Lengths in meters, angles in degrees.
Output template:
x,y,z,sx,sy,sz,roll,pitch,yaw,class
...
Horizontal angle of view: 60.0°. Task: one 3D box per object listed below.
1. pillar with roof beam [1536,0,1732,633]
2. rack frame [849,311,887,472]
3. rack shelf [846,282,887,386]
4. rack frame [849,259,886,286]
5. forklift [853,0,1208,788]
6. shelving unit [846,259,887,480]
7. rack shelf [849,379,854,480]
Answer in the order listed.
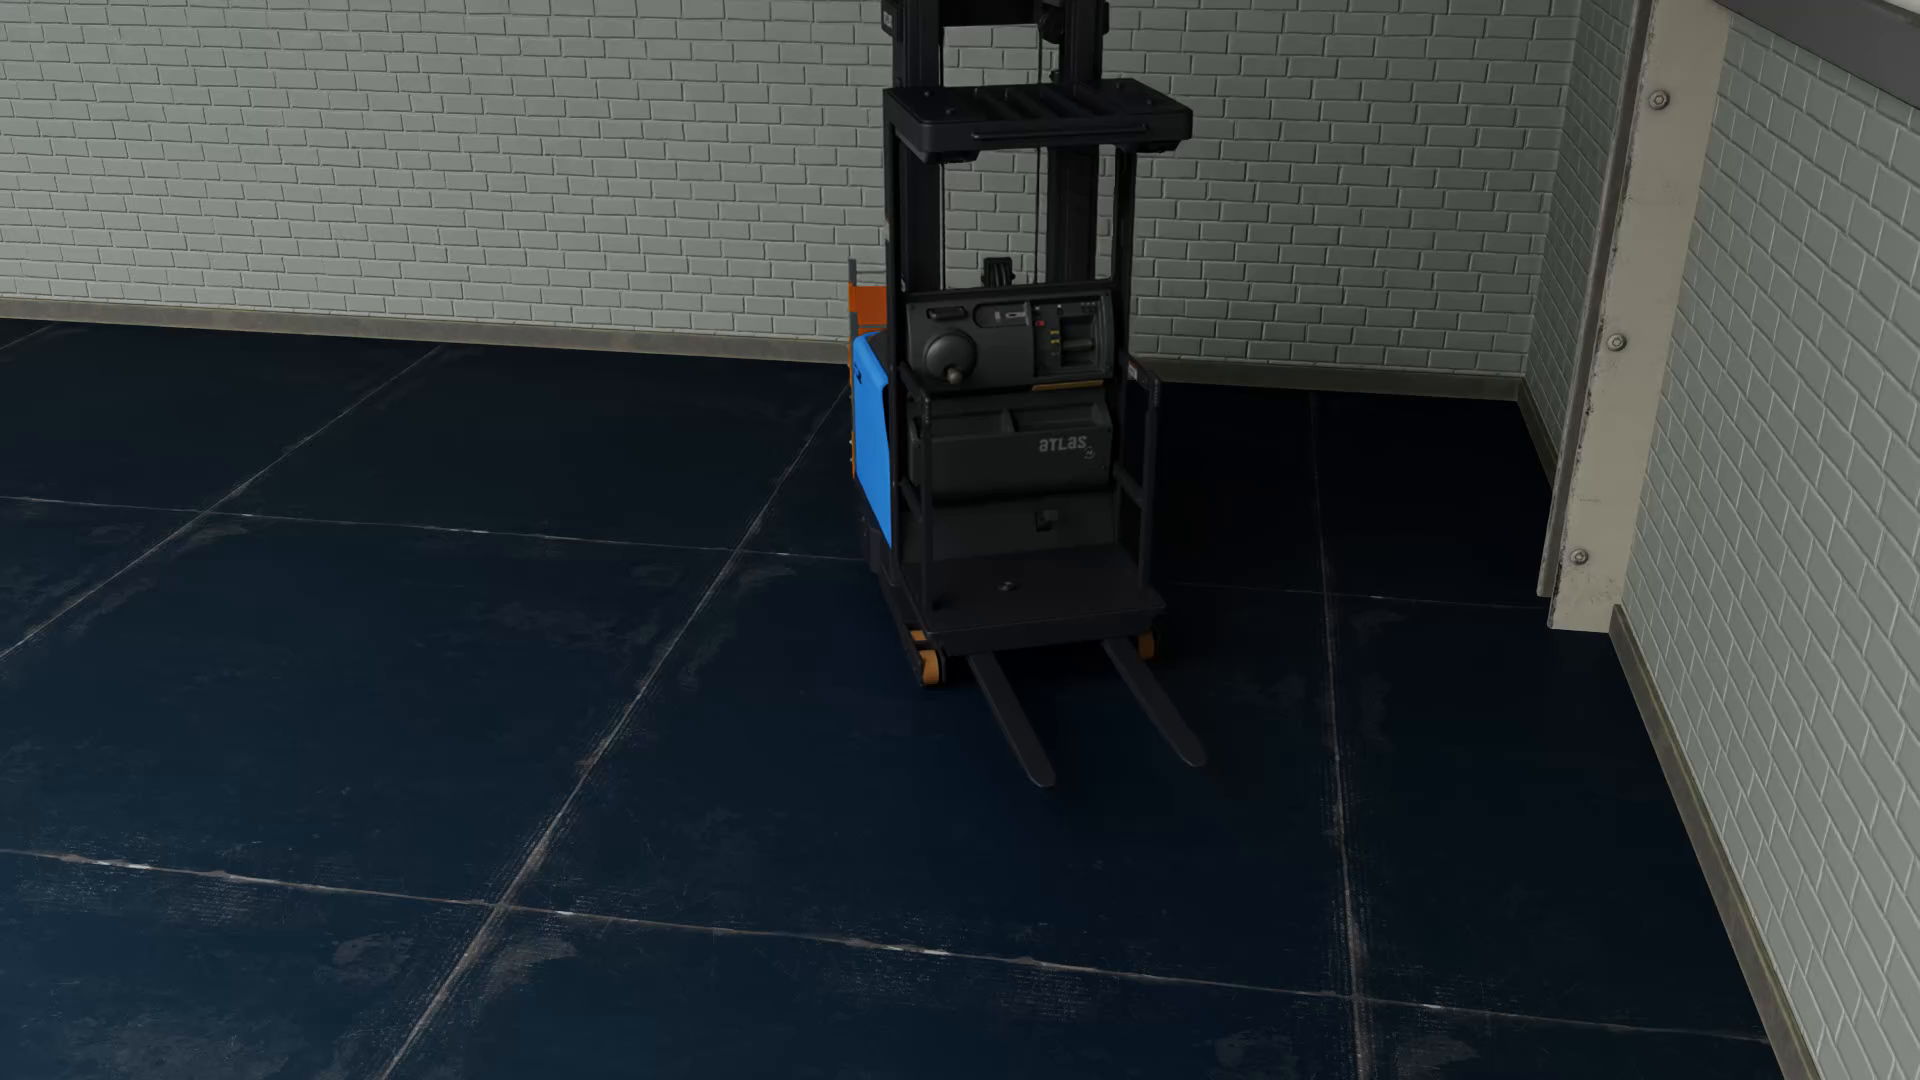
x,y,z,sx,sy,sz,roll,pitch,yaw,class
-1.281,-4.029,6.742,9.100,9.000,0.400,4,25,9,pillar with roof beam
-0.324,-0.676,8.867,0.500,1.125,0.032,-2,25,-3,rack frame
-0.357,-1.156,9.202,0.538,0.278,1.000,-2,25,-3,rack shelf
-0.390,-1.106,9.786,0.500,1.125,0.032,-2,25,-3,rack frame
0.278,-0.856,7.120,1.130,2.935,3.031,-6,26,-12,forklift
-0.357,-0.891,9.326,0.538,1.125,1.048,-2,25,-3,shelving unit
-0.357,-0.669,9.430,0.538,0.278,1.000,-2,25,-3,rack shelf
